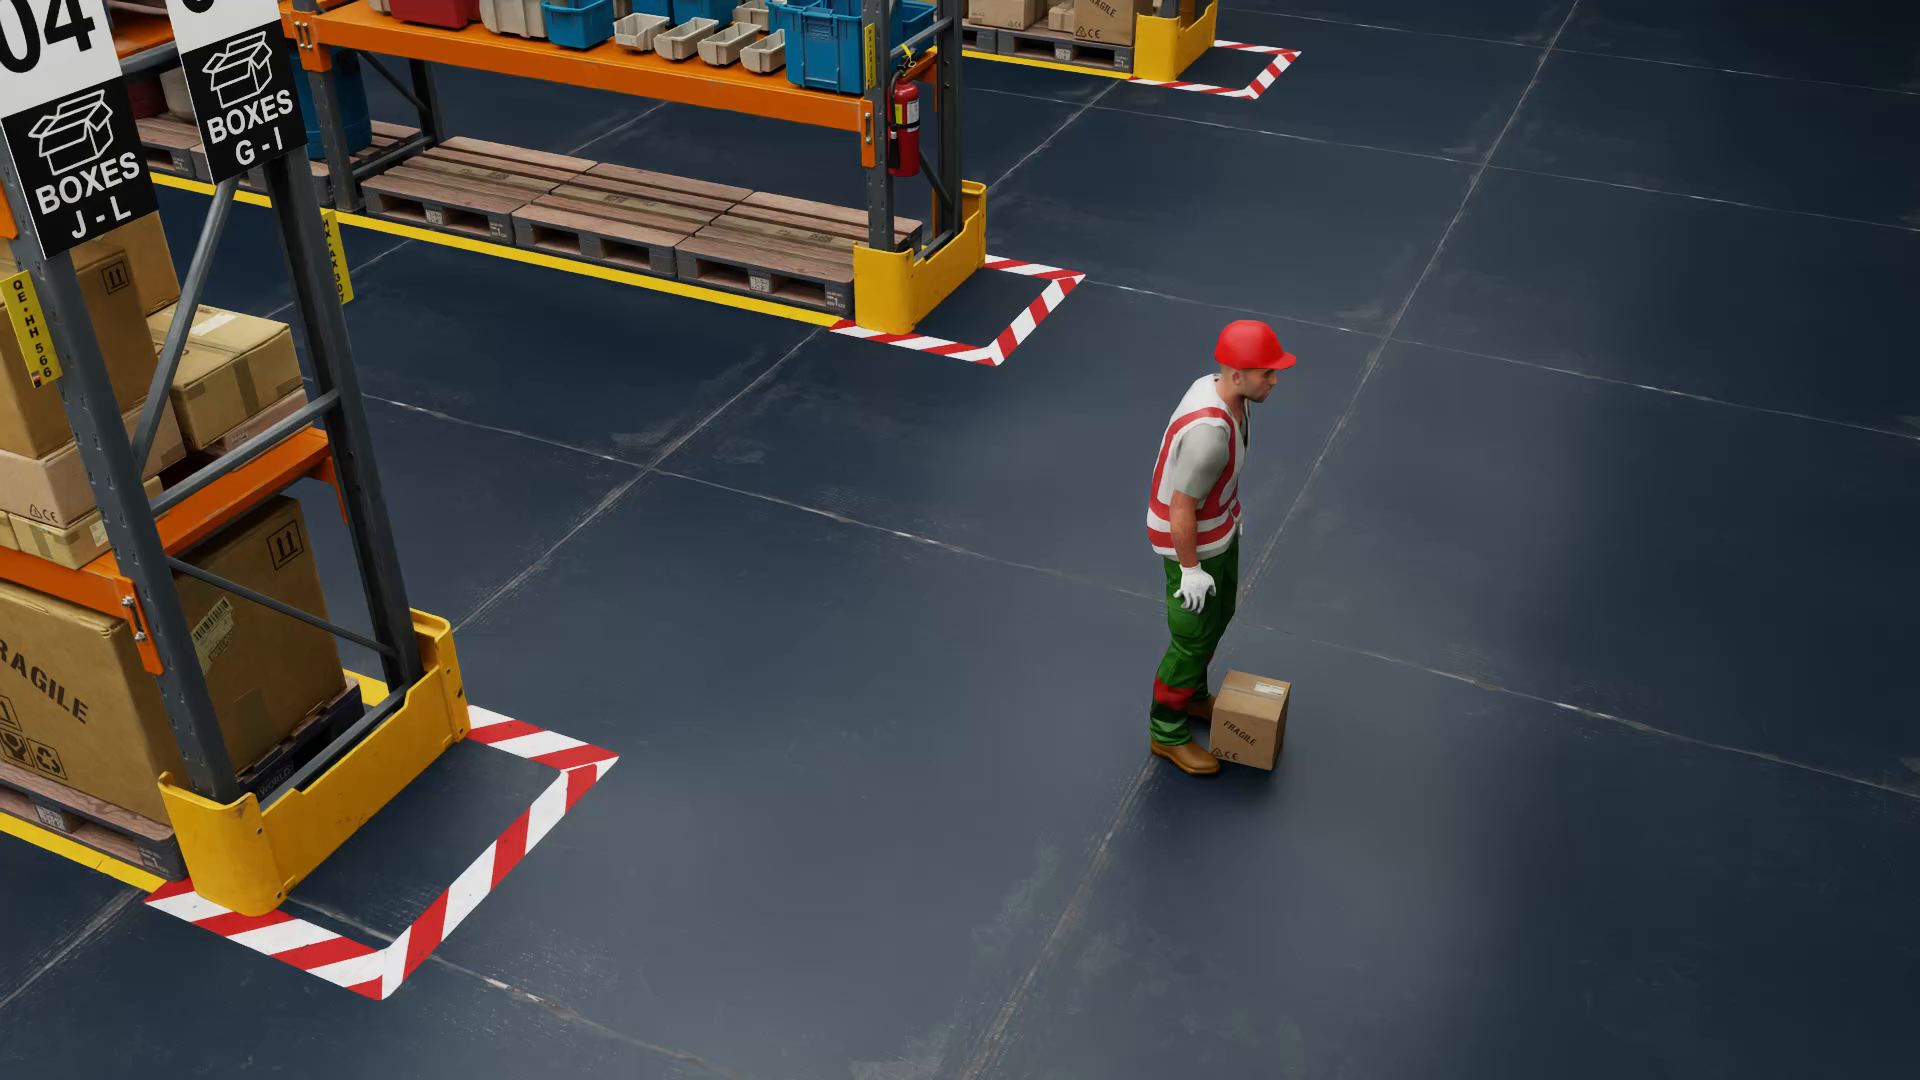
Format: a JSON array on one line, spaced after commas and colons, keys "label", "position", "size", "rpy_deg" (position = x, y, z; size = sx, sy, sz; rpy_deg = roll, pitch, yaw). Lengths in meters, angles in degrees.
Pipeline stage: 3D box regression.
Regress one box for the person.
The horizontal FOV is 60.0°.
[{"label": "person", "position": [0.921, 0.006, 6.119], "size": [0.454, 1.777, 0.608], "rpy_deg": [13, 35, 18]}]
